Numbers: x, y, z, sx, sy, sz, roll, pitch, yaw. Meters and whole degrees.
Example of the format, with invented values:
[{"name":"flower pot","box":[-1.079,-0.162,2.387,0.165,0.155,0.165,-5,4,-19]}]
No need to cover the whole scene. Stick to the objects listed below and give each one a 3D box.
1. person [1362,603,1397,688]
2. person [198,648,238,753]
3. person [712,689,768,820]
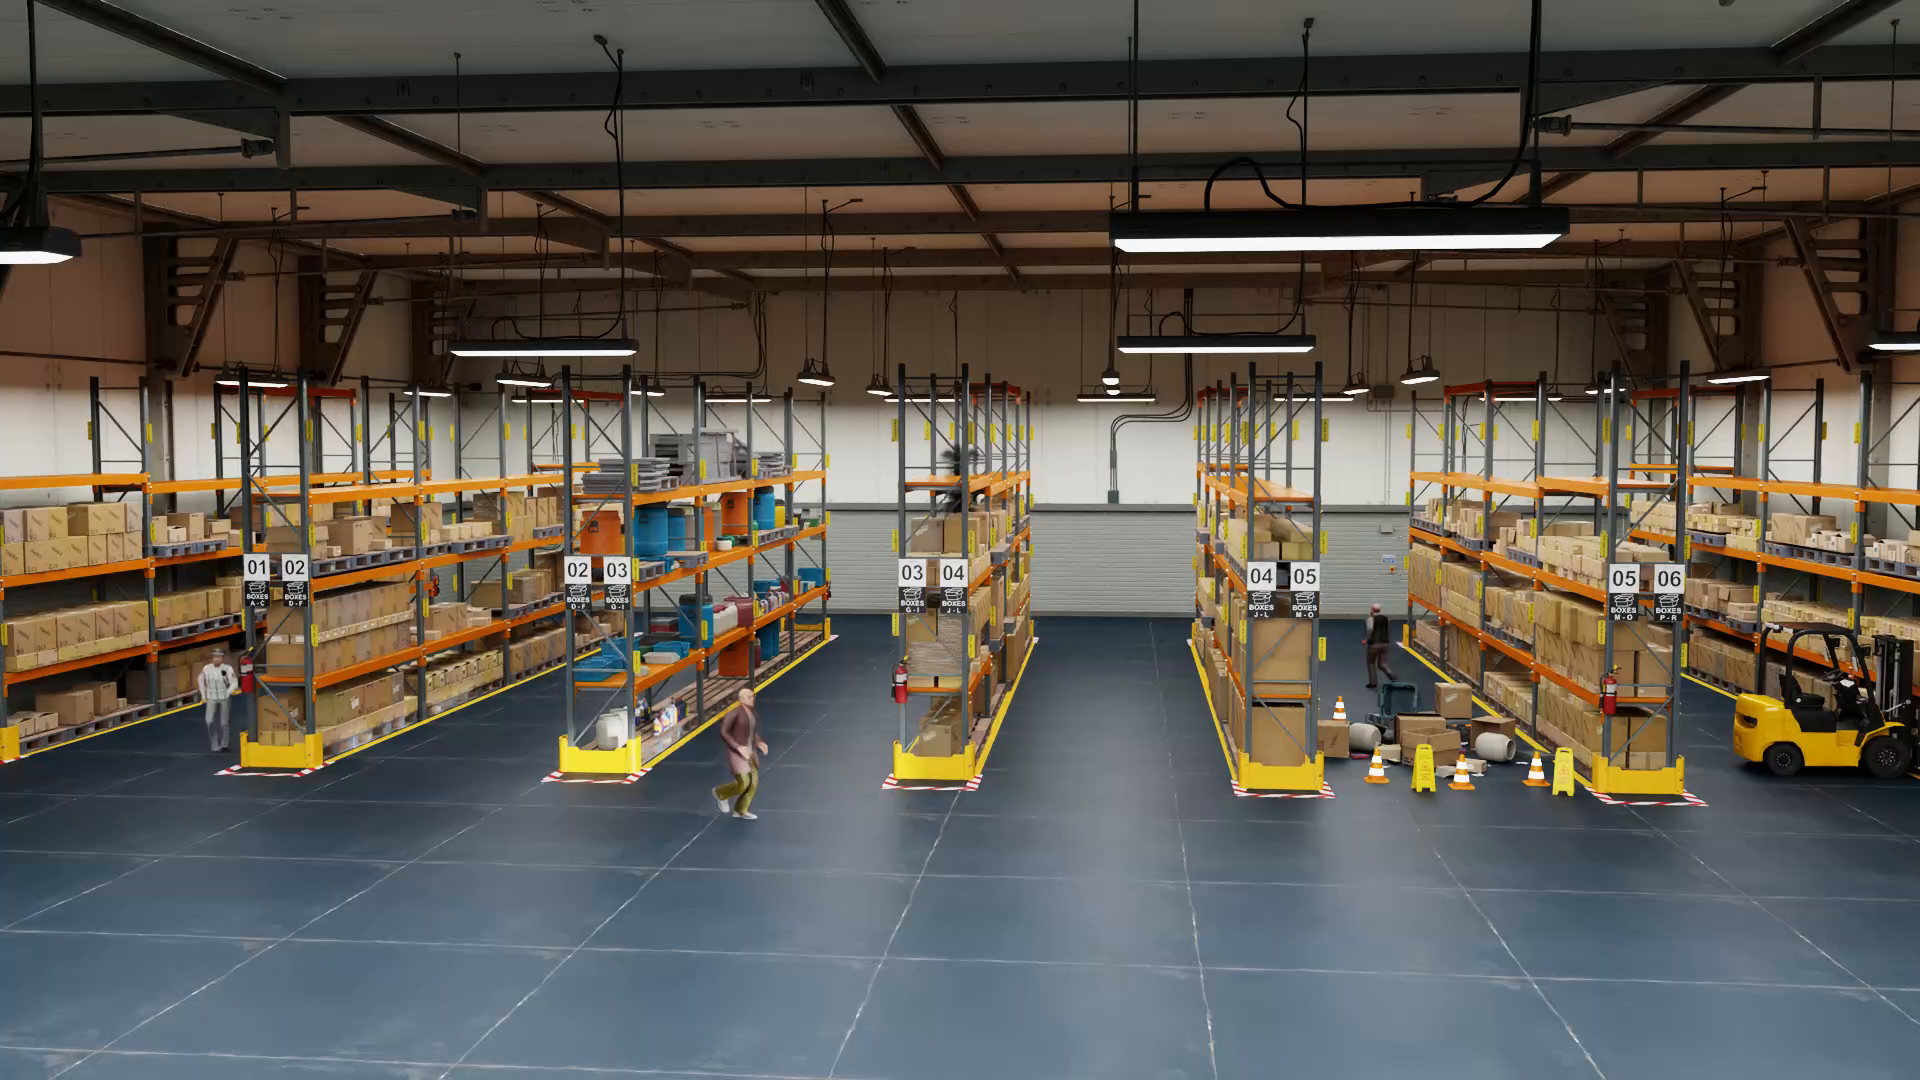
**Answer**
[{"name":"person","box":[8.230,2.085,32.502,0.653,1.682,0.819,-1,4,-19]},{"name":"person","box":[-11.653,2.506,26.040,0.568,1.663,0.730,-1,4,-16]},{"name":"person","box":[-2.903,2.767,21.591,0.692,1.713,0.713,2,4,32]}]
